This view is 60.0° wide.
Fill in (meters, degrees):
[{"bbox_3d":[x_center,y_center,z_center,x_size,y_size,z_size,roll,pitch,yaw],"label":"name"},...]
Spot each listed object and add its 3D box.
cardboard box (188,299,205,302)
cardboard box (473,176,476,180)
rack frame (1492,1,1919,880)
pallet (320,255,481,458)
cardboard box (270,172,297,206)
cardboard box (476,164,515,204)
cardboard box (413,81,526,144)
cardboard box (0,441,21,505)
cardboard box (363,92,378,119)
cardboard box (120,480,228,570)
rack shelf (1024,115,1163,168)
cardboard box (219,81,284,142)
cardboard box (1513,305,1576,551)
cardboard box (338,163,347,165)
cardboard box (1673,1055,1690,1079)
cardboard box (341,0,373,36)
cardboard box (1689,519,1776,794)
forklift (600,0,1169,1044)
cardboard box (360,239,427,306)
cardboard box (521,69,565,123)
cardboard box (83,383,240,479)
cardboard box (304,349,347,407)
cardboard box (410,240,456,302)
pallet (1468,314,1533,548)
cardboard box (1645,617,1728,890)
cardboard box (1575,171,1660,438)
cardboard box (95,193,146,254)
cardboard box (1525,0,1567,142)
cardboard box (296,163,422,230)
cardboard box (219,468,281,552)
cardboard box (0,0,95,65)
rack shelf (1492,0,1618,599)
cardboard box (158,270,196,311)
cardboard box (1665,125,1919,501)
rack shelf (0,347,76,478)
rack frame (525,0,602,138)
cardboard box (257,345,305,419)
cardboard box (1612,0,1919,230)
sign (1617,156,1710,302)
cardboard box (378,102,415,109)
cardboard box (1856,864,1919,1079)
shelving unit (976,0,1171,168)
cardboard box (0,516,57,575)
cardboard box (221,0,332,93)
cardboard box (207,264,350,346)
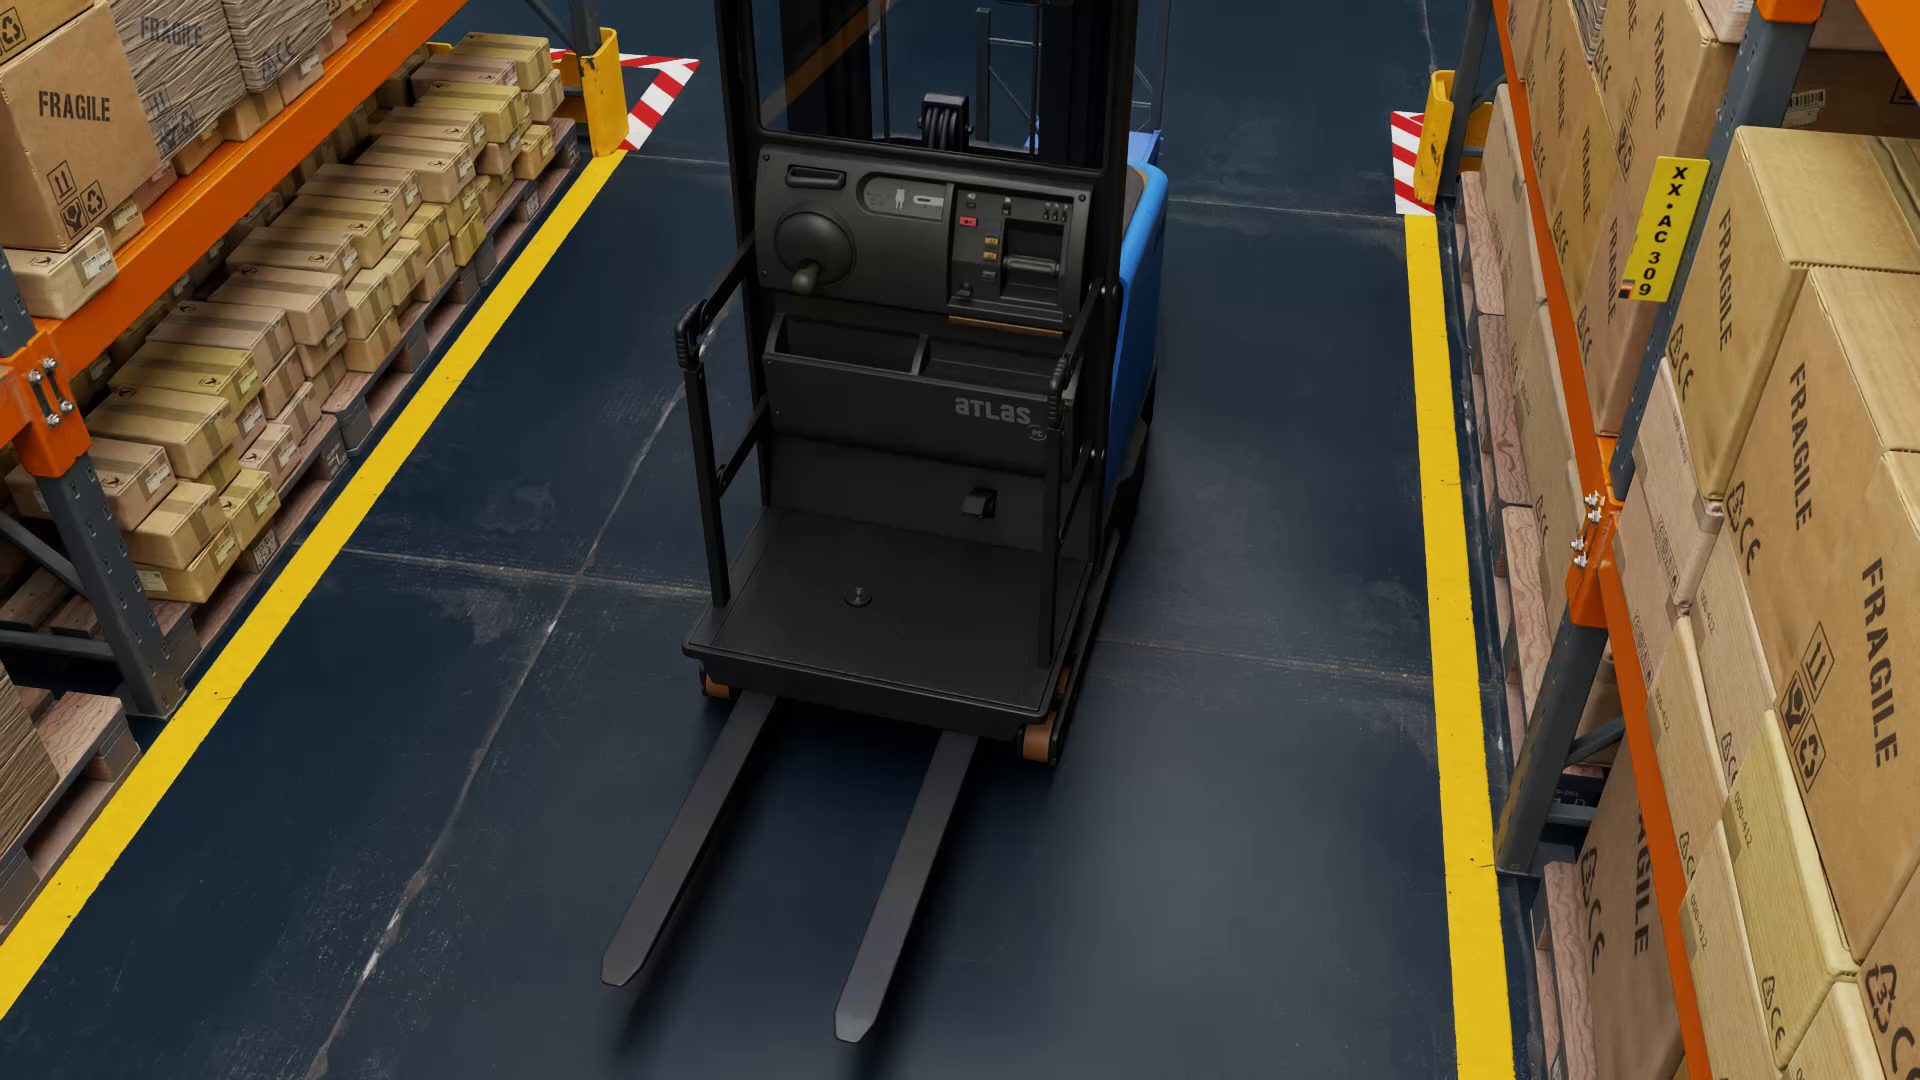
[{"bbox_3d":[-2.930,-0.754,5.982,0.380,0.149,0.250,7,40,9],"label":"cardboard box"},{"bbox_3d":[-2.254,-1.535,6.927,0.380,0.149,0.250,6,40,7],"label":"cardboard box"},{"bbox_3d":[1.993,-0.211,3.651,1.000,3.000,0.127,6,40,8],"label":"rack frame"},{"bbox_3d":[-2.610,-0.812,6.567,1.003,0.211,1.213,6,40,8],"label":"pallet"},{"bbox_3d":[-2.842,-1.377,6.502,0.380,0.149,0.250,7,40,8],"label":"cardboard box"},{"bbox_3d":[-2.169,-1.585,7.221,0.380,0.149,0.250,6,40,7],"label":"cardboard box"},{"bbox_3d":[-2.070,-1.808,7.024,0.380,0.149,0.250,6,40,7],"label":"cardboard box"},{"bbox_3d":[-3.095,-0.238,5.125,0.380,0.149,0.250,7,40,9],"label":"cardboard box"},{"bbox_3d":[-2.732,-1.875,7.104,0.380,0.149,0.250,6,40,8],"label":"cardboard box"},{"bbox_3d":[-2.522,-0.064,5.147,0.380,0.149,0.250,8,40,10],"label":"cardboard box"},{"bbox_3d":[0.434,-1.323,6.456,0.538,0.185,1.000,10,41,12],"label":"rack shelf"},{"bbox_3d":[-2.402,-1.403,5.290,0.380,0.149,0.250,7,40,8],"label":"cardboard box"},{"bbox_3d":[2.361,-0.330,5.476,0.875,0.438,0.875,5,40,6],"label":"cardboard box"},{"bbox_3d":[-2.713,-1.426,6.795,0.380,0.149,0.250,5,40,6],"label":"cardboard box"},{"bbox_3d":[1.815,1.412,3.027,0.875,0.875,0.875,7,40,9],"label":"cardboard box"},{"bbox_3d":[-2.326,-1.904,5.896,0.380,0.149,0.250,7,40,8],"label":"cardboard box"},{"bbox_3d":[1.576,0.229,2.844,0.500,0.250,0.500,7,40,8],"label":"cardboard box"},{"bbox_3d":[-0.164,-0.747,4.353,1.130,2.935,3.031,10,41,12],"label":"forklift"},{"bbox_3d":[-2.266,-1.031,6.318,0.380,0.149,0.250,7,40,8],"label":"cardboard box"},{"bbox_3d":[-2.018,-2.019,7.512,0.380,0.149,0.250,5,40,6],"label":"cardboard box"},{"bbox_3d":[-2.531,-0.346,5.255,0.380,0.149,0.250,8,40,10],"label":"cardboard box"},{"bbox_3d":[-2.476,-0.616,6.049,0.380,0.149,0.250,5,40,6],"label":"cardboard box"},{"bbox_3d":[-2.248,-1.092,6.625,0.380,0.149,0.250,7,40,9],"label":"cardboard box"},{"bbox_3d":[2.410,-0.373,6.035,1.003,0.211,1.213,6,40,8],"label":"pallet"},{"bbox_3d":[1.568,0.419,3.007,0.500,0.250,0.500,5,40,7],"label":"cardboard box"},{"bbox_3d":[1.821,-0.569,4.006,0.500,0.500,0.500,7,40,8],"label":"cardboard box"},{"bbox_3d":[-2.557,-0.909,4.692,0.380,0.149,0.250,7,40,9],"label":"cardboard box"},{"bbox_3d":[2.083,-1.536,5.176,0.500,0.500,0.500,8,40,9],"label":"cardboard box"},{"bbox_3d":[-2.324,-1.325,6.439,0.380,0.149,0.250,5,40,6],"label":"cardboard box"},{"bbox_3d":[-2.475,-0.117,5.445,0.380,0.149,0.250,8,40,9],"label":"cardboard box"},{"bbox_3d":[-2.582,-1.488,4.100,0.500,0.500,0.500,7,40,9],"label":"cardboard box"},{"bbox_3d":[2.339,-1.189,5.399,1.077,0.370,4.000,6,40,8],"label":"rack shelf"},{"bbox_3d":[-2.976,-0.894,5.918,0.380,0.149,0.250,5,40,6],"label":"cardboard box"},{"bbox_3d":[1.633,-0.391,3.005,0.500,0.500,0.500,7,40,8],"label":"cardboard box"},{"bbox_3d":[-3.246,0.839,2.946,1.077,0.370,4.000,6,40,8],"label":"rack shelf"},{"bbox_3d":[-2.208,-3.204,7.271,1.000,3.000,0.127,6,40,8],"label":"rack frame"},{"bbox_3d":[-2.511,-0.558,5.745,0.380,0.149,0.250,4,40,5],"label":"cardboard box"},{"bbox_3d":[1.802,-0.962,3.696,0.500,0.500,0.500,6,40,7],"label":"cardboard box"},{"bbox_3d":[1.446,-0.636,3.423,0.100,0.325,0.005,6,40,8],"label":"sign"},{"bbox_3d":[-2.655,-1.916,7.387,0.380,0.149,0.250,6,40,7],"label":"cardboard box"},{"bbox_3d":[1.400,0.571,1.842,0.500,0.500,0.500,6,40,7],"label":"cardboard box"},{"bbox_3d":[0.434,-1.462,6.341,0.538,1.500,1.048,10,41,12],"label":"shelving unit"},{"bbox_3d":[-3.168,-0.040,5.353,0.380,0.149,0.250,7,40,8],"label":"cardboard box"},{"bbox_3d":[-2.365,-1.753,5.205,0.500,0.500,0.500,6,40,7],"label":"cardboard box"},{"bbox_3d":[-2.388,-0.827,5.837,0.380,0.149,0.250,7,40,9],"label":"cardboard box"}]
